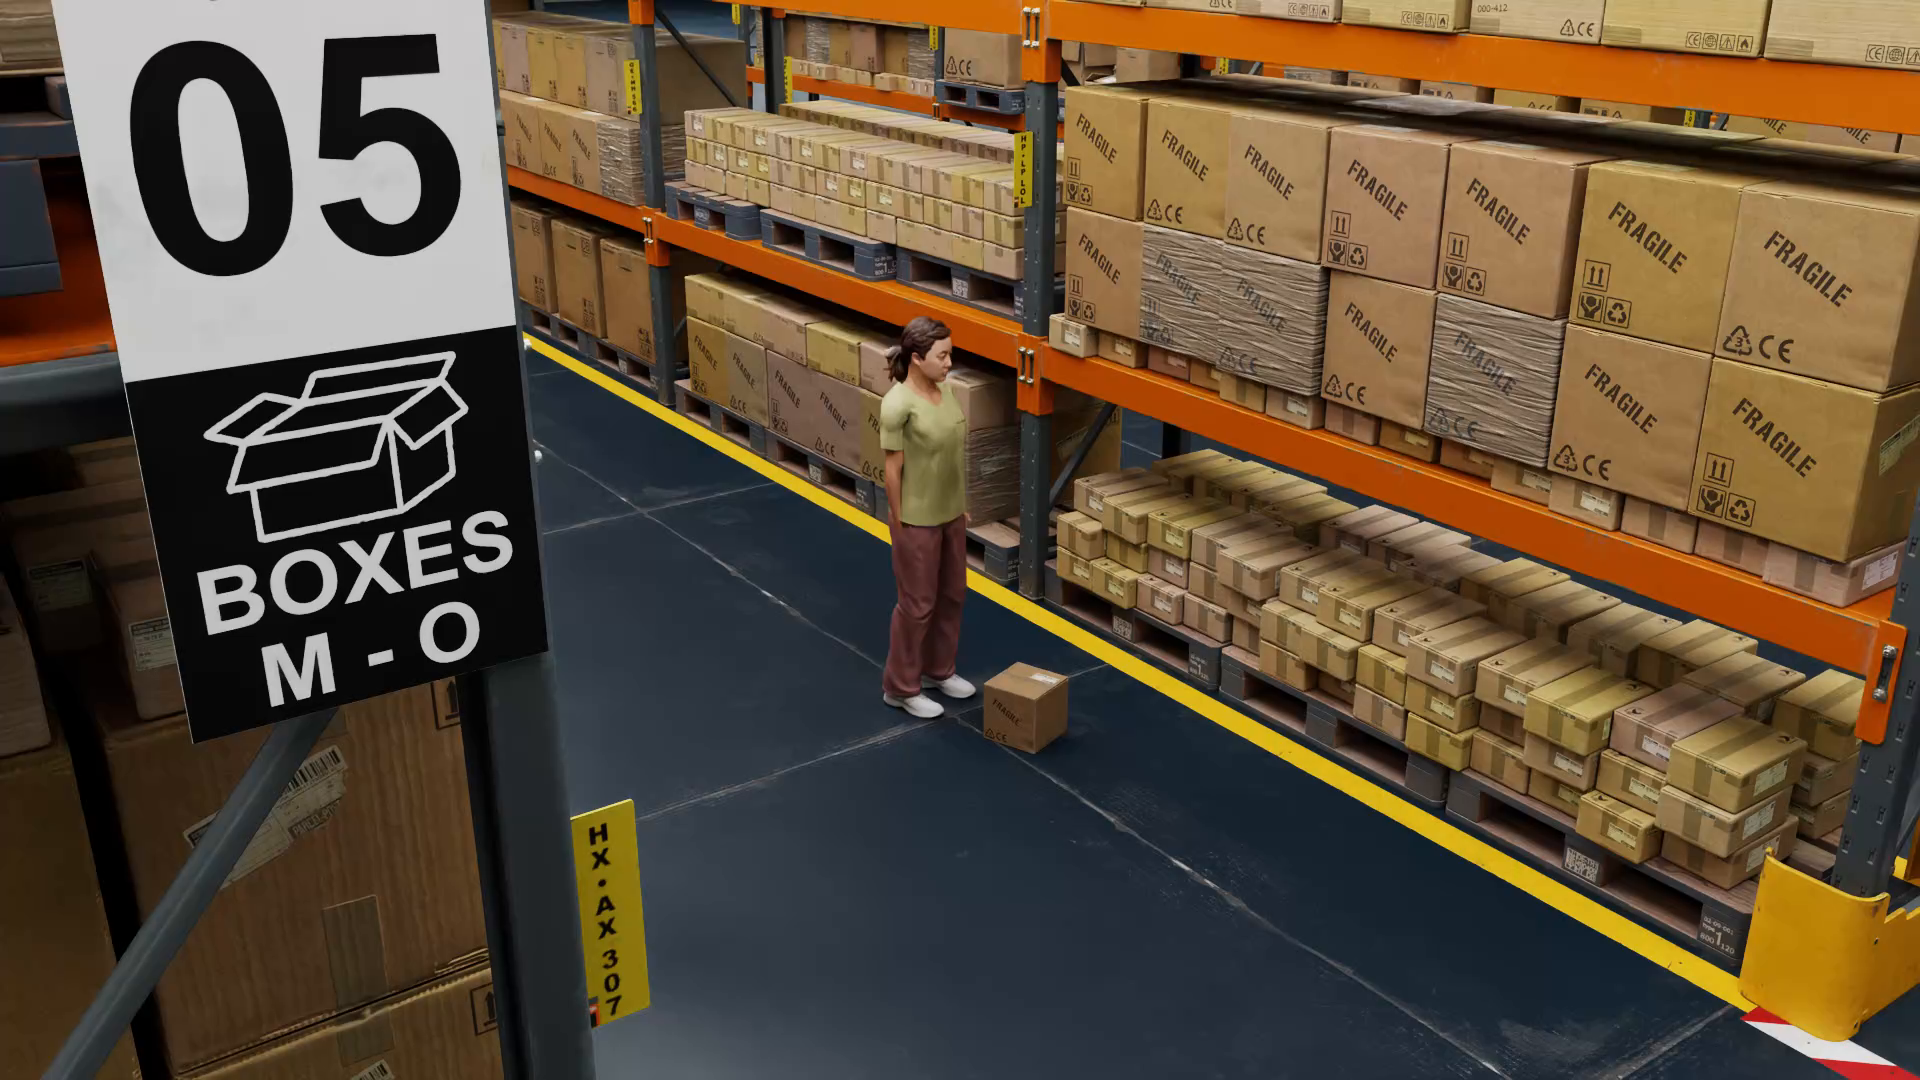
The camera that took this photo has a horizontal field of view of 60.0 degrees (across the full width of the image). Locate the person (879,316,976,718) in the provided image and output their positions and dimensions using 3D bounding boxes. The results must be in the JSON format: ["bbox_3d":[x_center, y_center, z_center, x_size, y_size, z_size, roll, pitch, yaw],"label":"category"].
[{"bbox_3d":[-0.133,-0.101,6.852,0.344,1.673,0.443,15,26,34],"label":"person"}]
